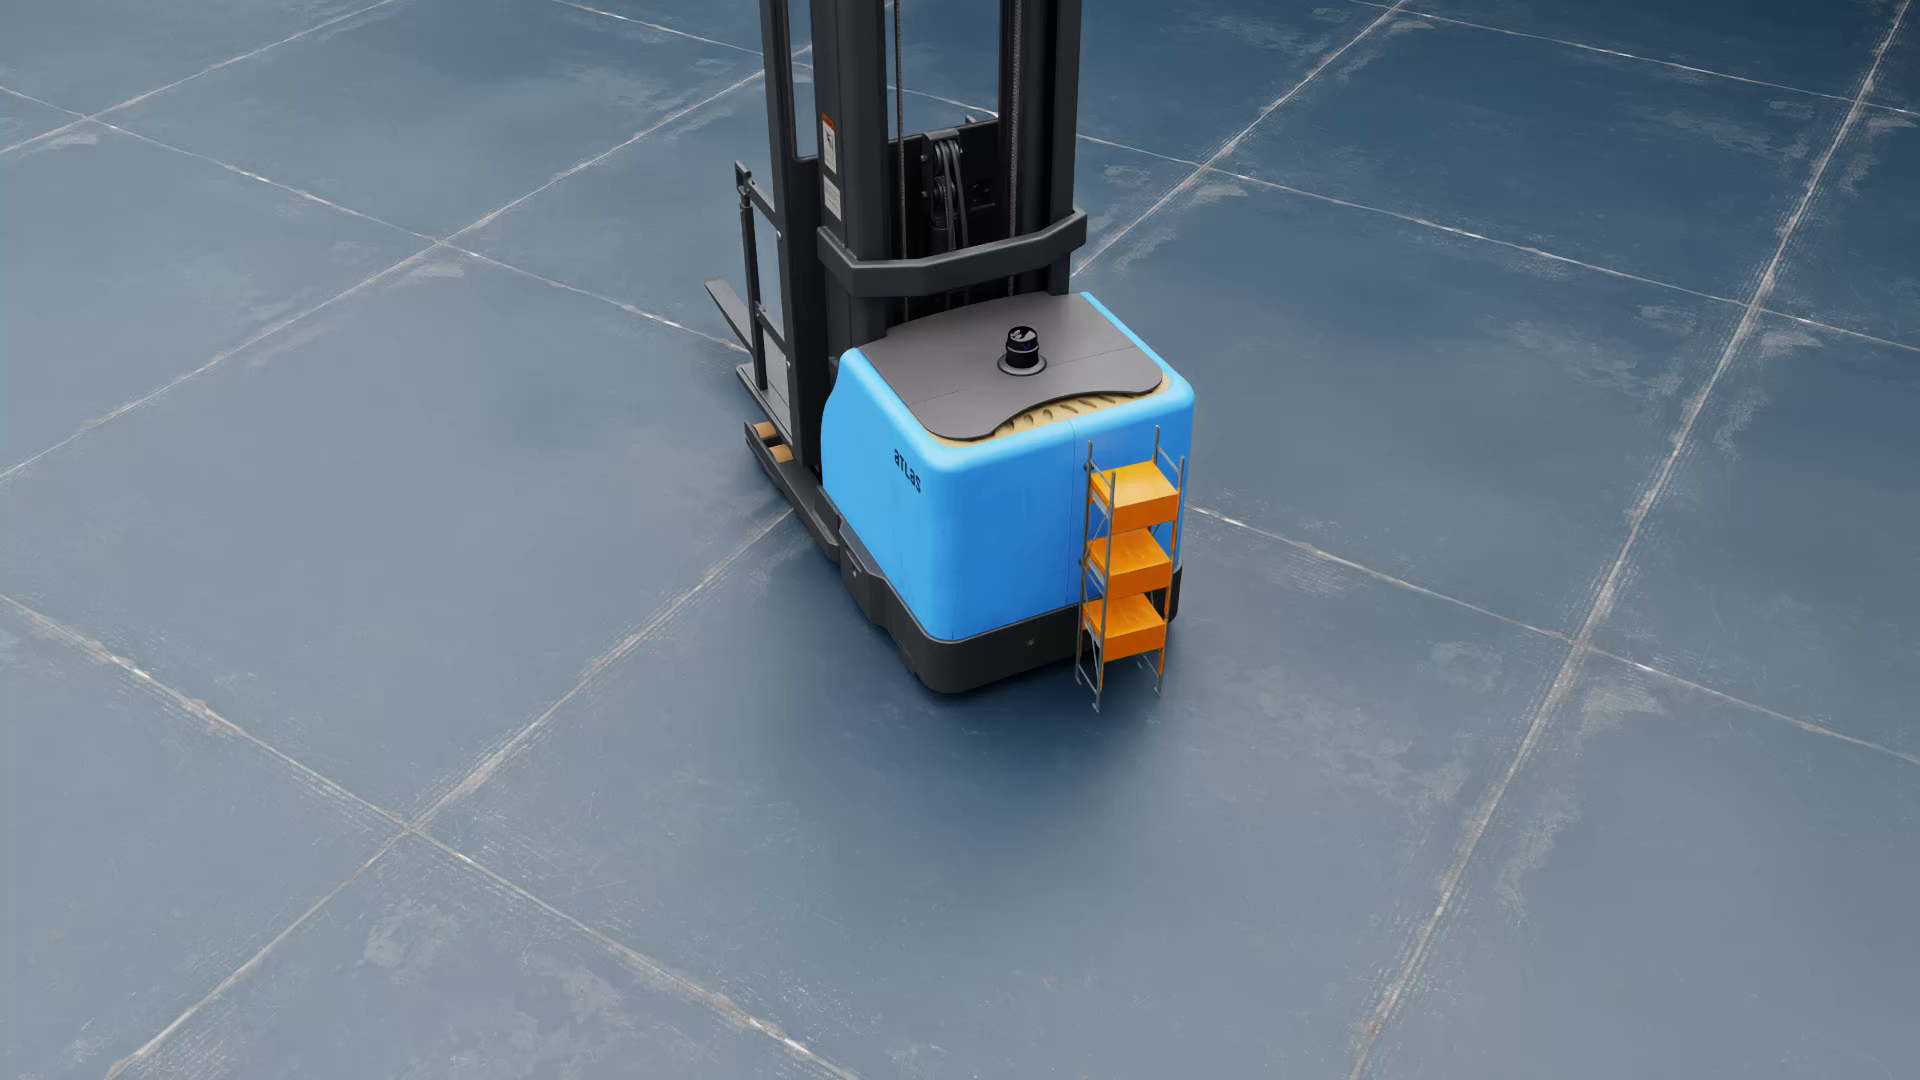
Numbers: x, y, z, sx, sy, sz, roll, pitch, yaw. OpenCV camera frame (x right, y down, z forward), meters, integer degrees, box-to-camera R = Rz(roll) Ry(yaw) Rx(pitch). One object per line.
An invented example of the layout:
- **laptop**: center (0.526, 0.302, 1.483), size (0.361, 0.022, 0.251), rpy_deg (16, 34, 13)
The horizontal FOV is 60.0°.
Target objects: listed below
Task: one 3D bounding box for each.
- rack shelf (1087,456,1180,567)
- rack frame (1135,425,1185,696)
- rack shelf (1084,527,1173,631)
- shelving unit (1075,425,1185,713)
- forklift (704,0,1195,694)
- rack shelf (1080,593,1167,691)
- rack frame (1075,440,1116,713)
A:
- **rack shelf**: center (0.574, -0.098, 5.570), size (0.240, 0.259, 0.215), rpy_deg (-13, 39, -16)
- **rack frame**: center (0.689, 0.093, 5.770), size (0.008, 1.050, 0.200), rpy_deg (-13, 39, -16)
- **rack shelf**: center (0.574, 0.127, 5.743), size (0.240, 0.259, 0.215), rpy_deg (-13, 39, -16)
- **shelving unit**: center (0.574, 0.118, 5.737), size (0.252, 1.050, 0.215), rpy_deg (-13, 39, -16)
- **forklift**: center (-0.273, -1.506, 6.302), size (1.130, 2.935, 3.031), rpy_deg (-16, 41, -20)
- **rack shelf**: center (0.574, 0.347, 5.913), size (0.240, 0.259, 0.215), rpy_deg (-13, 39, -16)
- **rack frame**: center (0.460, 0.144, 5.703), size (0.008, 1.050, 0.200), rpy_deg (-13, 39, -16)
